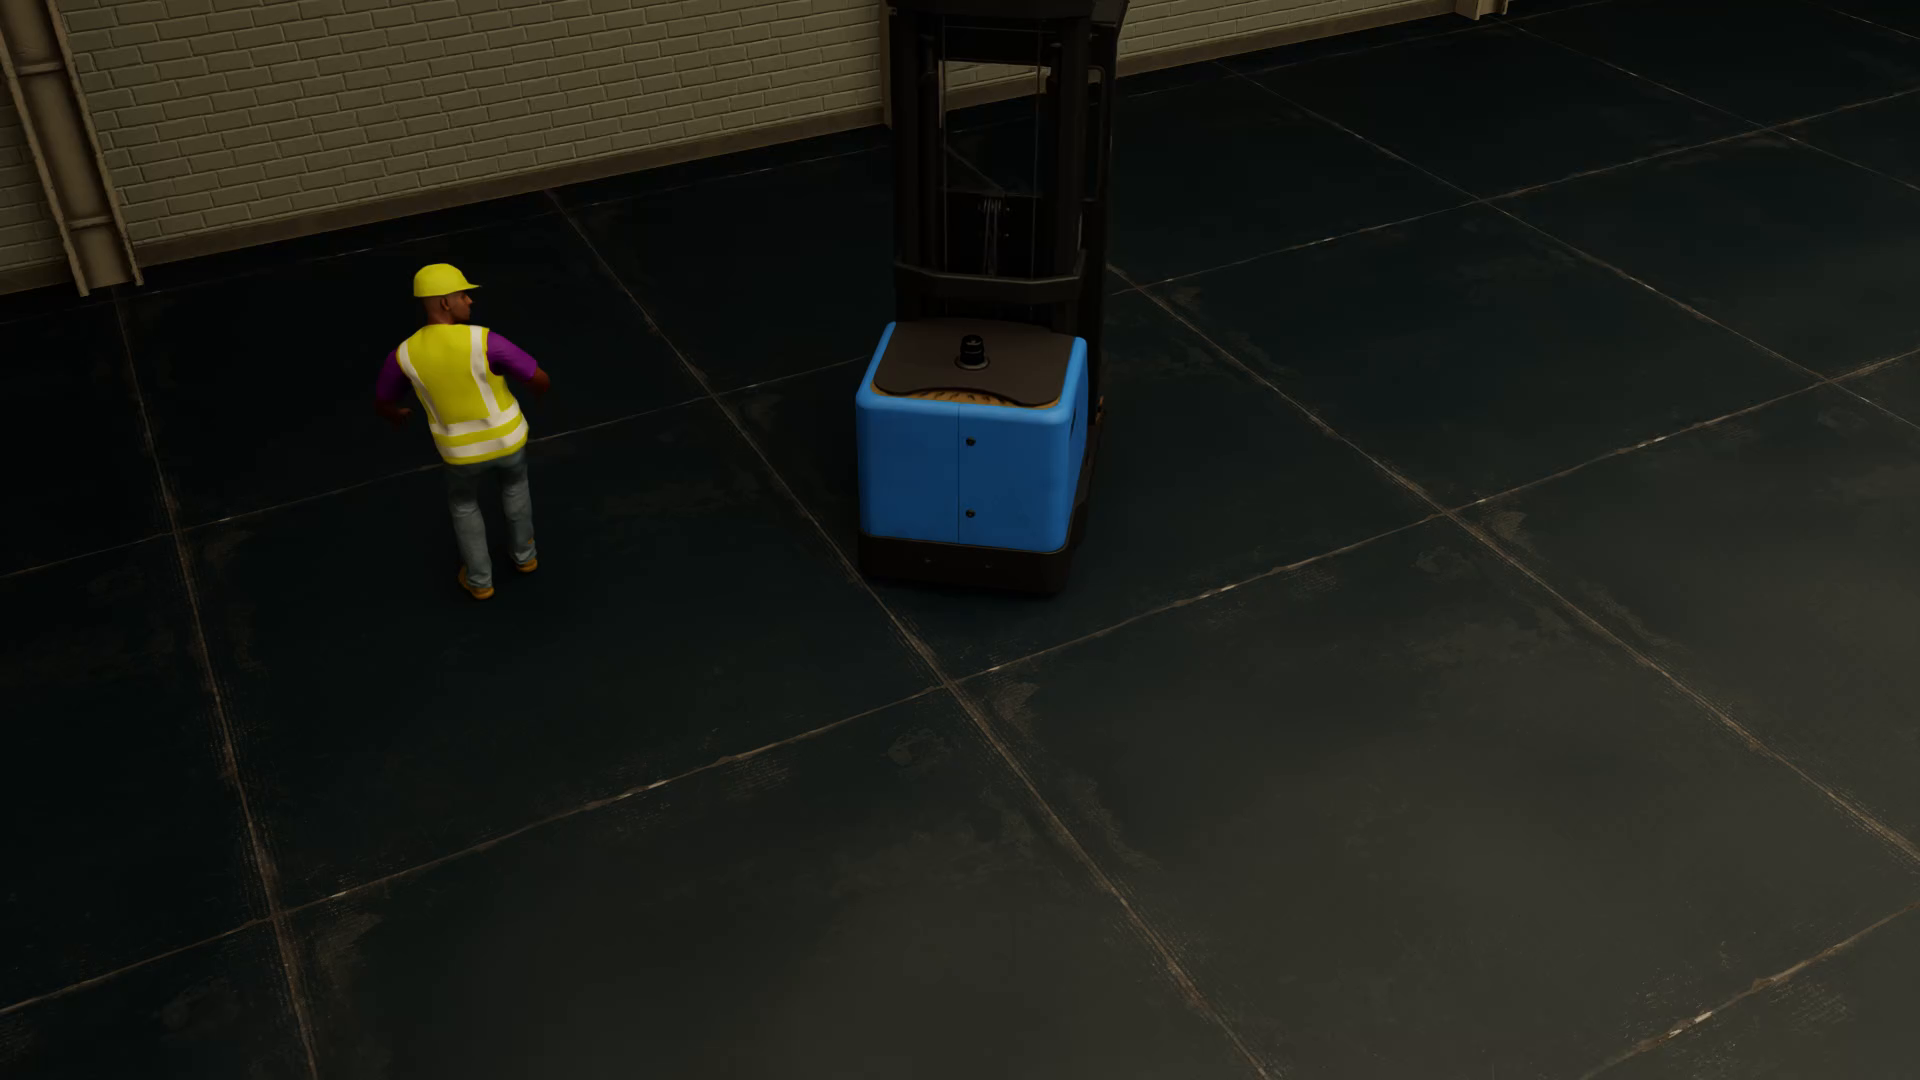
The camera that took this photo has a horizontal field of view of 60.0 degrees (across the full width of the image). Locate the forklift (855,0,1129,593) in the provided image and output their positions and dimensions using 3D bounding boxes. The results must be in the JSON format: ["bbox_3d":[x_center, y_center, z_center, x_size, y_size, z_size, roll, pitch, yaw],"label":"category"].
[{"bbox_3d":[0.246,-1.780,8.641,1.130,2.935,3.031,6,36,8],"label":"forklift"}]

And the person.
[{"bbox_3d":[-2.337,-0.521,7.946,0.818,1.709,0.550,-8,36,-11],"label":"person"}]
